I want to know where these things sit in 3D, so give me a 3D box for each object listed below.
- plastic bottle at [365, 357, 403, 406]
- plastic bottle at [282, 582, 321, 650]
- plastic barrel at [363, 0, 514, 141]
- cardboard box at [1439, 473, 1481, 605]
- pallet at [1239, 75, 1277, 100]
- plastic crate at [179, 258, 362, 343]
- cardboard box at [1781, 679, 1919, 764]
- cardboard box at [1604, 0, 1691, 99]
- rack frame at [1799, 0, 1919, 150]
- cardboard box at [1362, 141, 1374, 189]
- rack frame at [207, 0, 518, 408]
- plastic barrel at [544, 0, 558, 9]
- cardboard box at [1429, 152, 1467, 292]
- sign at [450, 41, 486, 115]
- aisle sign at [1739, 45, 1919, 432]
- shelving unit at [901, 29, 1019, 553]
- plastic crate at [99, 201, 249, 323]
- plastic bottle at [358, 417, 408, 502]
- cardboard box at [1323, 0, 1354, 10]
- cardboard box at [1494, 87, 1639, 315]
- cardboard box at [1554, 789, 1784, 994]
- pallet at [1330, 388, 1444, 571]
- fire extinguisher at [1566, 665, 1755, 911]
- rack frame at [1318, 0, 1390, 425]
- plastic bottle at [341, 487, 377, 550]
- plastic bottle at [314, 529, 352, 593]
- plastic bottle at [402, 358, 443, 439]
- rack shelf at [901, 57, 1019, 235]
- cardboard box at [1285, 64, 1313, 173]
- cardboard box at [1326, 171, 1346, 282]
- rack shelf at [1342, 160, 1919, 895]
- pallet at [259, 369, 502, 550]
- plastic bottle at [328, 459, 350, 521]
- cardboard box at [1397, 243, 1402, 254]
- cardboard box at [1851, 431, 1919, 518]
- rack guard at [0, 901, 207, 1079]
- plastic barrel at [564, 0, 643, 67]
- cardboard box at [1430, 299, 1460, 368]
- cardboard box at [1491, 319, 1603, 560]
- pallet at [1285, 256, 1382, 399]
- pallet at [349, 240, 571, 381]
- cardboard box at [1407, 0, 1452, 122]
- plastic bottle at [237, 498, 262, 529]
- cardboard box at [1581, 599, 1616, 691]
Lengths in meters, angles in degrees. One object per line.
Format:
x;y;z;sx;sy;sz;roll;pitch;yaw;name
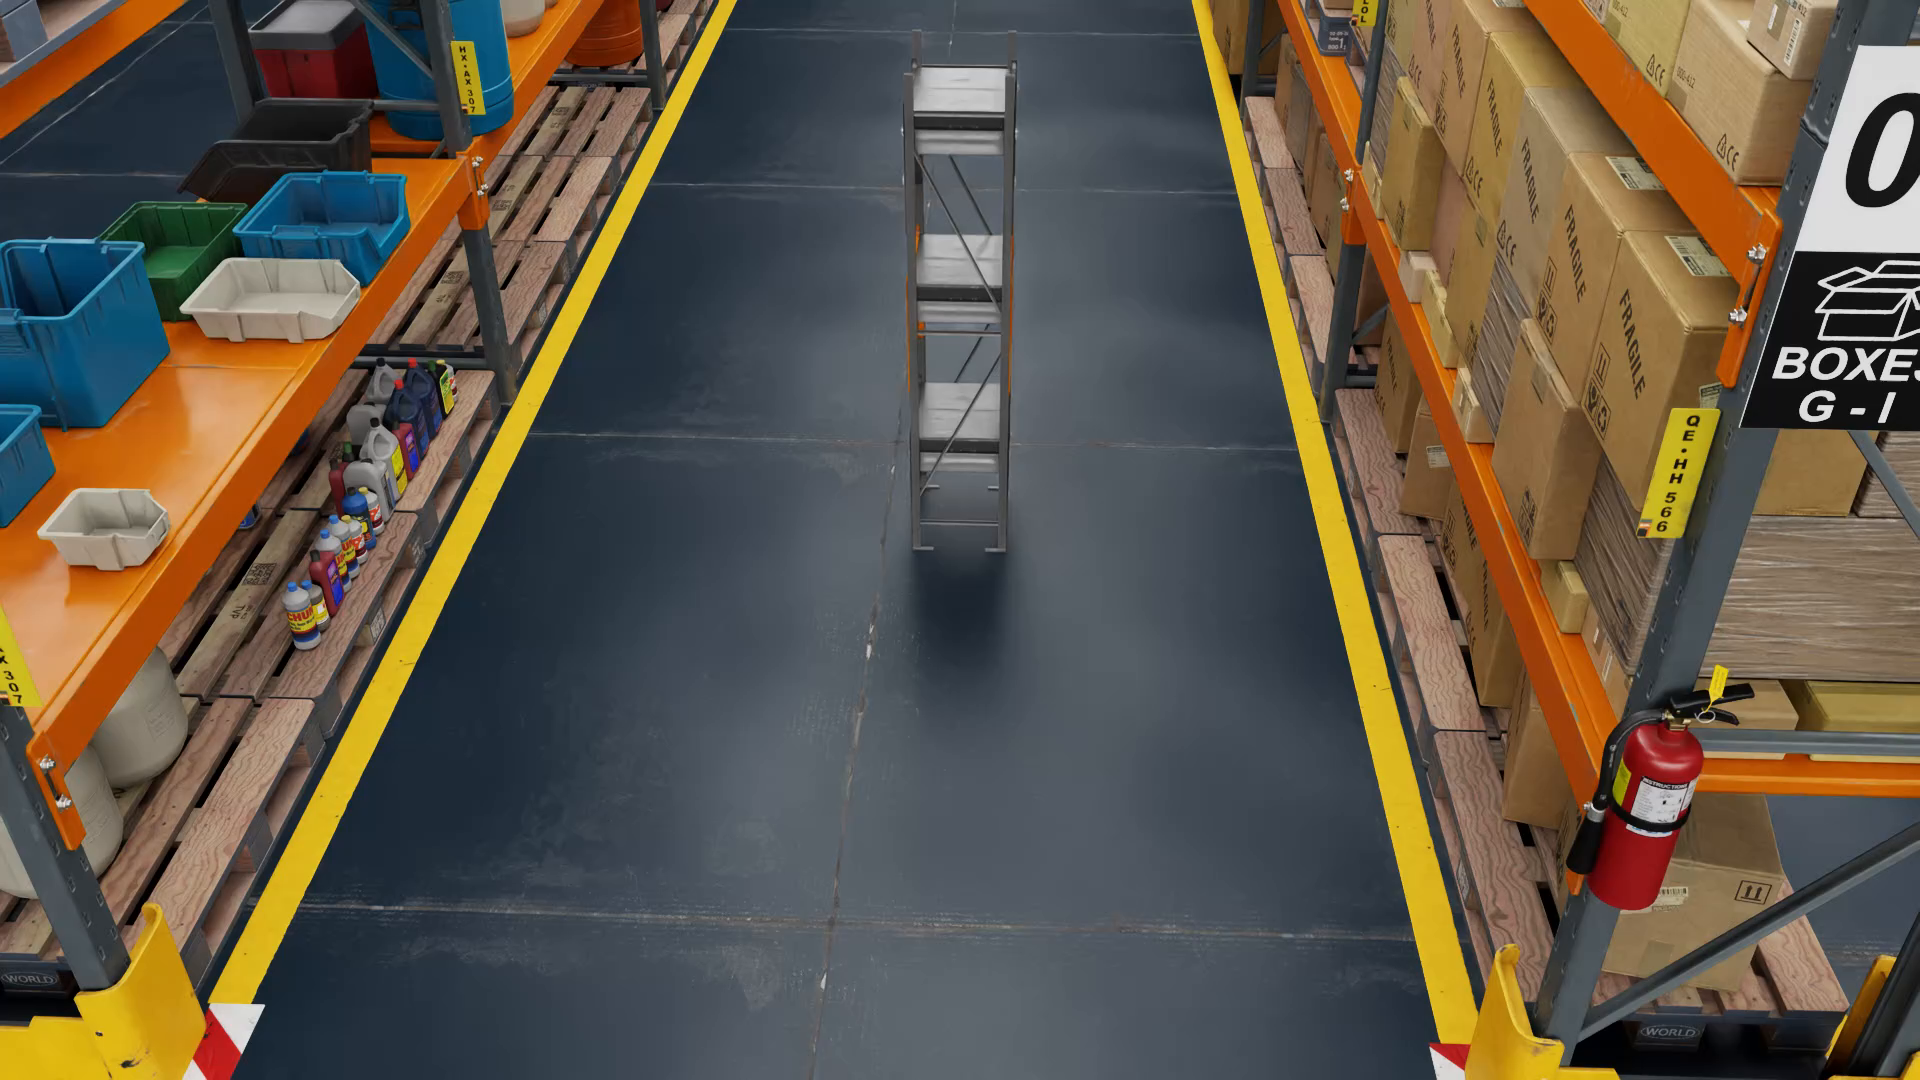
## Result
-2.582;-0.647;7.484;0.144;0.351;0.185;1;35;2;plastic bottle
-2.477;0.275;6.240;0.097;0.271;0.097;0;35;0;plastic bottle
-2.382;-2.345;7.542;0.600;0.901;0.708;1;35;2;plastic barrel
2.231;-0.043;6.511;0.500;0.500;0.500;-2;35;-2;cardboard box
2.516;-3.419;11.931;1.003;0.211;1.213;1;35;2;pallet
-2.512;-0.878;6.120;0.530;0.136;0.437;1;35;2;plastic crate
2.338;0.432;4.244;0.380;0.149;0.250;1;35;2;cardboard box
1.871;-1.248;3.938;0.500;0.250;0.500;2;35;2;cardboard box
2.088;-1.967;2.222;1.000;3.000;0.127;1;35;2;rack frame
1.940;-1.591;7.123;0.380;0.149;0.250;1;35;2;cardboard box
-2.700;-1.925;7.380;1.000;3.000;0.127;1;35;2;rack frame
-2.396;-3.195;9.069;0.433;0.535;0.433;0;35;0;plastic barrel
2.194;-1.140;5.917;0.875;0.500;0.500;1;35;2;cardboard box
-2.151;-2.019;7.273;0.100;0.325;0.005;1;35;2;sign
1.786;-0.547;3.159;0.394;0.787;0.004;1;35;2;aisle sign
0.007;-0.954;6.782;0.431;2.100;0.503;1;35;2;shelving unit
-3.037;-1.065;6.340;0.450;0.188;0.662;1;35;2;plastic crate
-2.459;-0.348;7.058;0.144;0.351;0.185;1;35;2;plastic bottle
2.226;-3.022;8.487;0.797;0.503;0.637;5;35;7;cardboard box
1.900;-0.980;4.821;0.500;0.500;0.500;1;35;2;cardboard box
2.130;0.980;5.055;0.500;0.500;0.500;8;36;11;cardboard box
2.257;-0.283;7.469;1.003;0.211;1.213;1;35;2;pallet
1.623;0.575;3.891;0.296;0.674;0.183;1;35;2;fire extinguisher
2.249;-1.810;7.217;1.000;3.000;0.127;1;35;2;rack frame
-2.451;-0.096;6.767;0.097;0.271;0.097;0;35;0;plastic bottle
-2.463;0.078;6.520;0.097;0.271;0.097;0;35;0;plastic bottle
-2.438;-0.644;7.479;0.144;0.351;0.185;0;35;1;plastic bottle
0.007;-1.516;6.387;0.431;0.518;0.480;1;35;2;rack shelf
2.393;-2.561;10.077;0.700;0.500;0.500;-1;35;-2;cardboard box
2.333;-1.593;8.700;0.700;0.500;0.500;1;35;2;cardboard box
2.168;-0.367;5.789;1.077;0.370;4.000;1;35;2;rack shelf
-2.769;-0.399;7.634;1.003;0.211;1.213;1;35;2;pallet
-2.576;-0.230;6.948;0.061;0.283;0.133;1;35;2;plastic bottle
1.934;-1.159;6.509;0.380;0.149;0.250;1;35;2;cardboard box
2.382;-0.393;3.986;0.500;0.500;0.500;1;35;2;cardboard box
-2.905;1.351;4.892;1.175;0.500;0.348;1;35;2;rack guard
-2.537;-3.788;11.554;0.600;0.830;0.708;1;35;2;plastic barrel
1.893;-0.729;5.897;0.380;0.149;0.250;1;35;2;cardboard box
2.038;-0.280;4.694;0.875;0.500;0.500;1;35;2;cardboard box
2.279;-1.117;8.655;1.003;0.211;1.213;1;35;2;pallet
-2.707;-1.236;8.825;1.003;0.211;1.213;1;35;2;pallet
1.958;-1.842;6.047;0.500;0.500;0.500;1;35;2;cardboard box
-3.023;-0.194;6.904;0.152;0.276;0.135;1;35;2;plastic bottle
1.904;0.279;4.463;0.380;0.149;0.250;1;35;2;cardboard box
